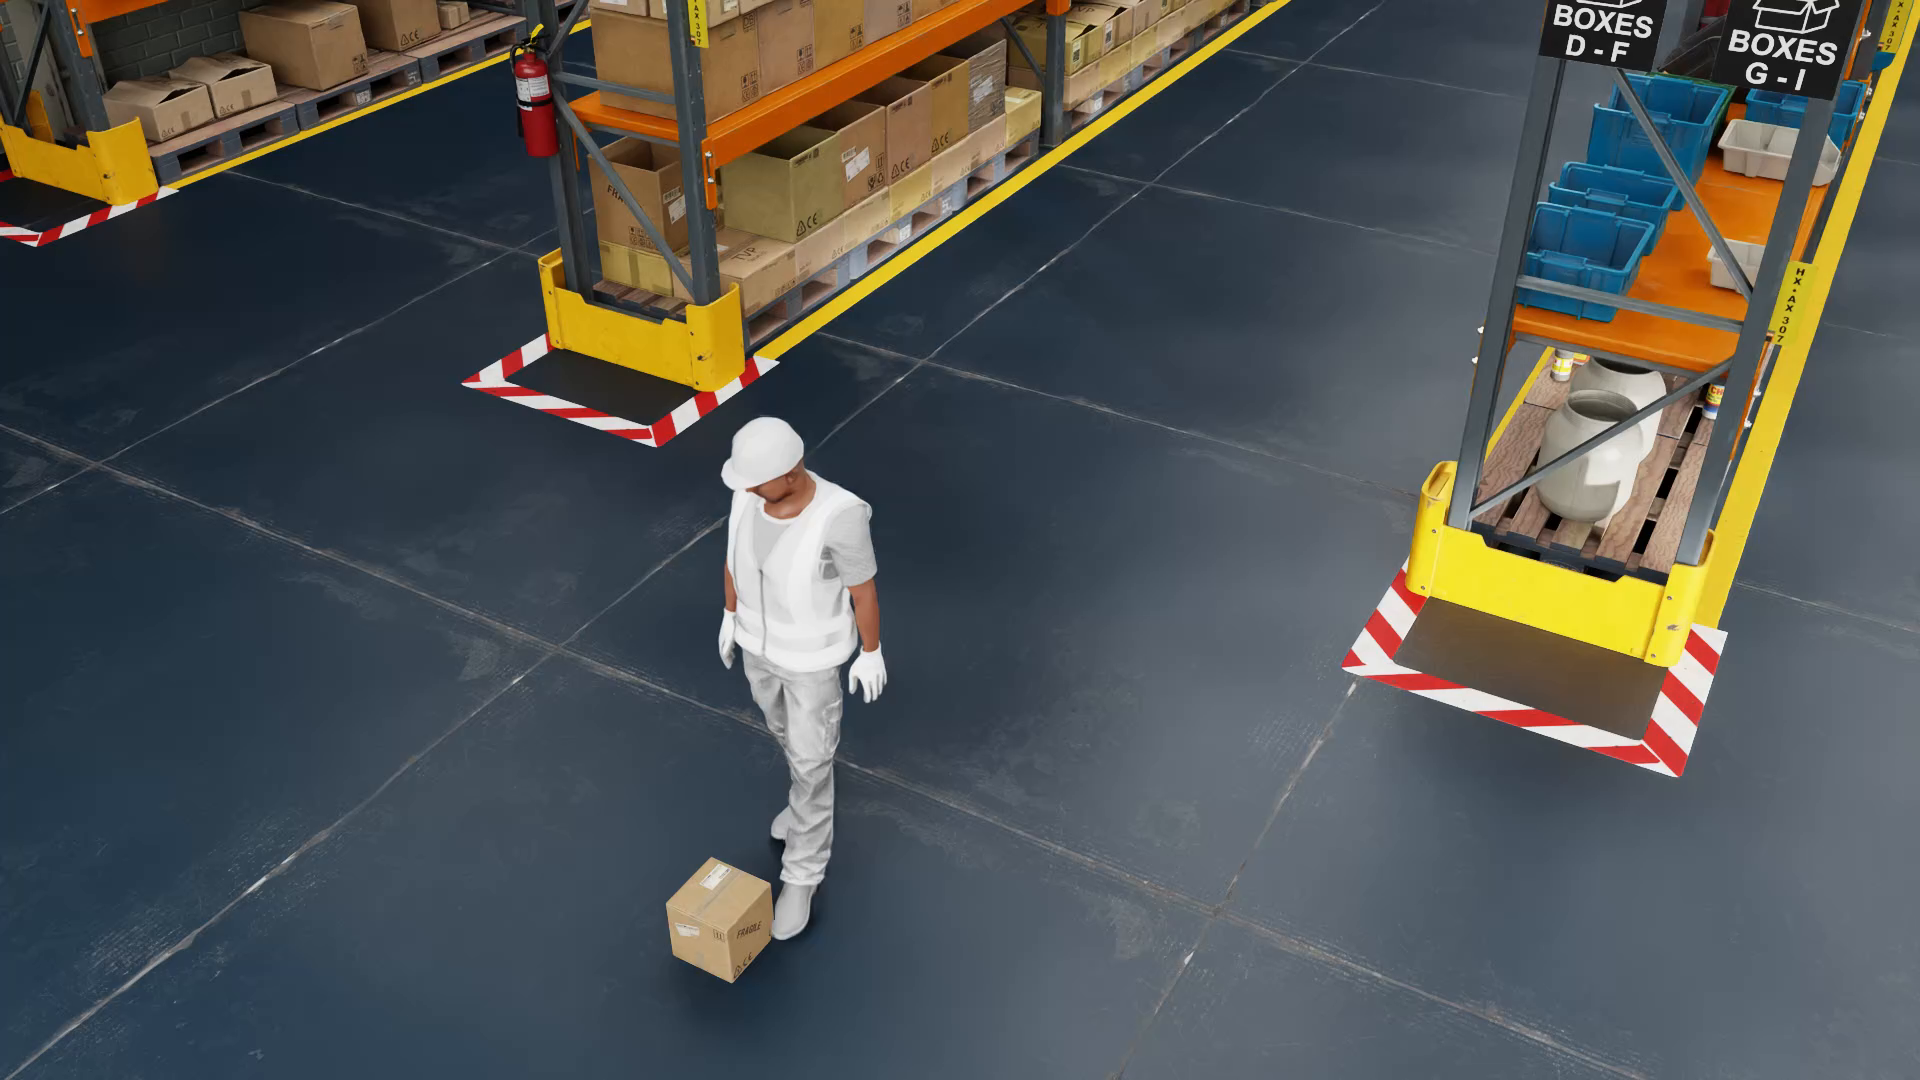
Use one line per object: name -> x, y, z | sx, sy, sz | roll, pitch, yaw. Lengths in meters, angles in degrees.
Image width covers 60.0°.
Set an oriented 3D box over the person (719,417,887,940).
person -> -0.622, 0.405, 5.485 | 0.612, 1.761, 0.673 | 21, 39, 28
